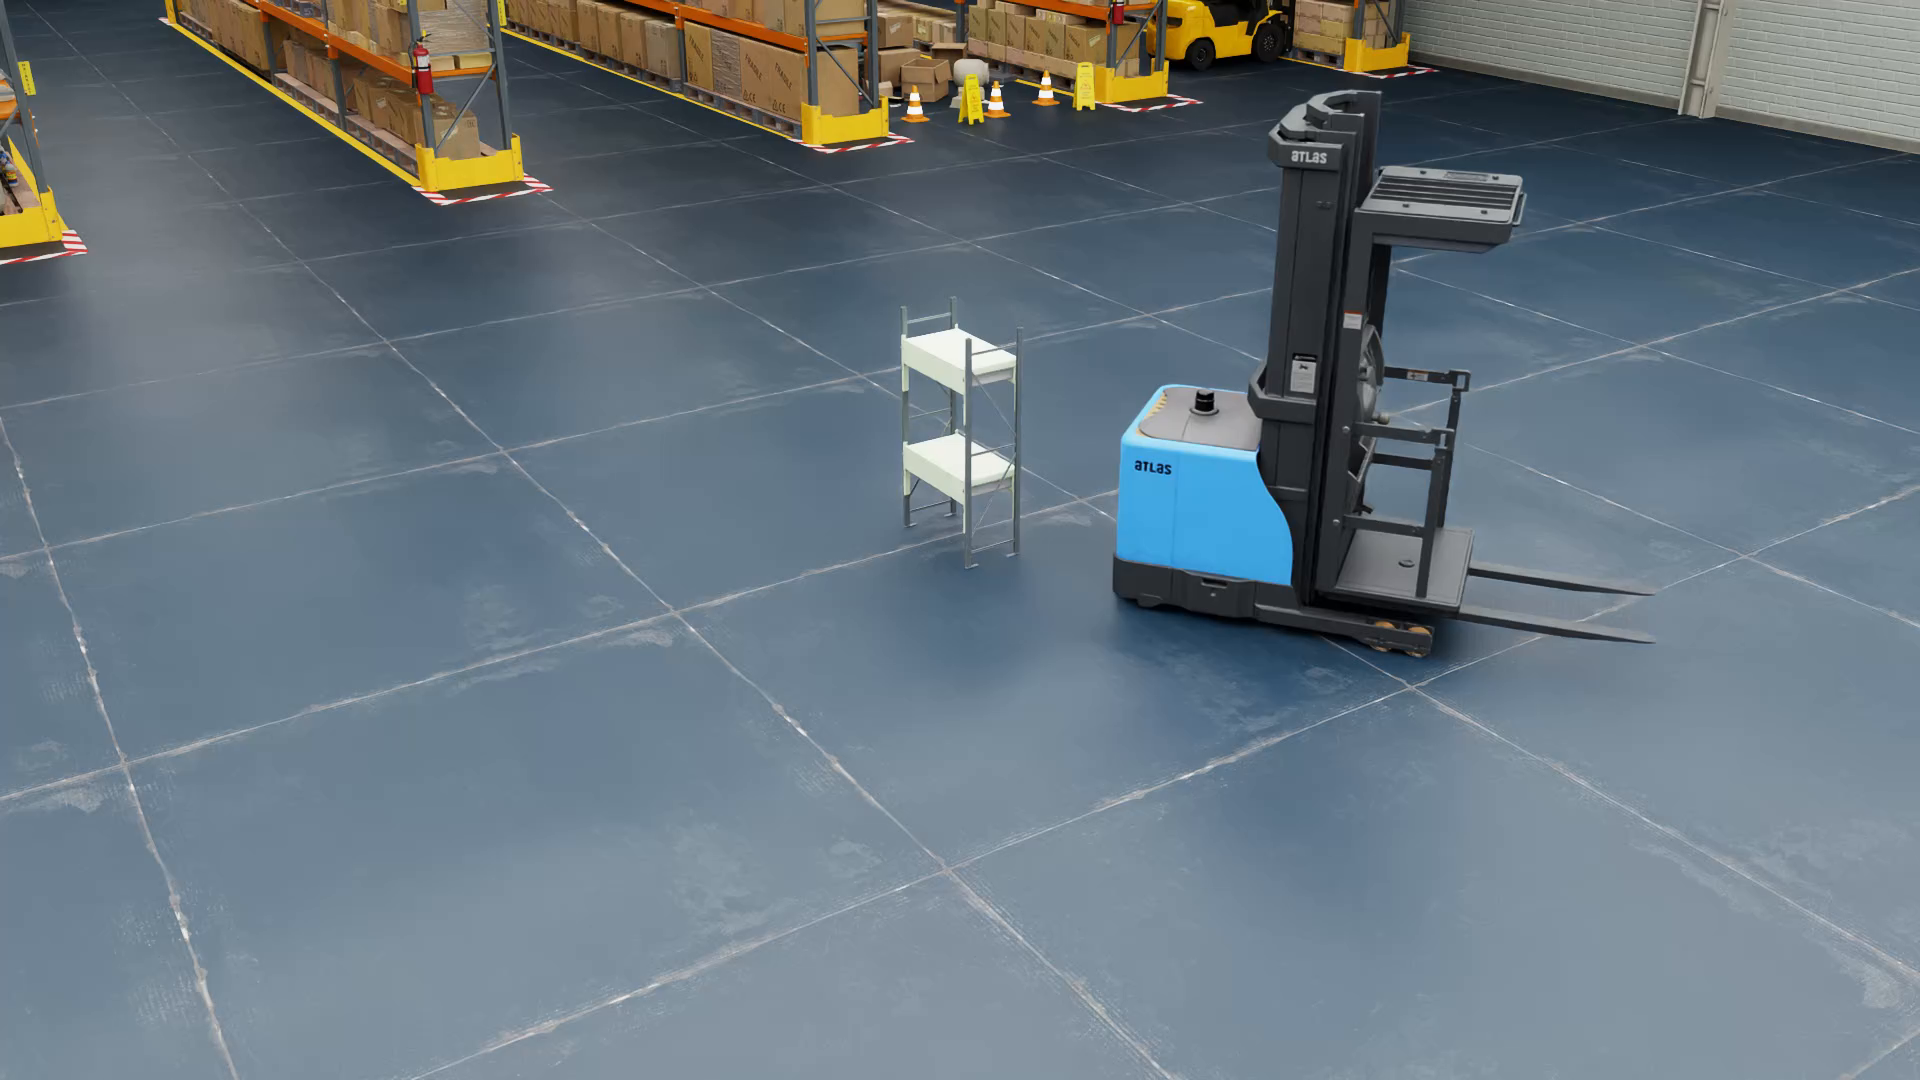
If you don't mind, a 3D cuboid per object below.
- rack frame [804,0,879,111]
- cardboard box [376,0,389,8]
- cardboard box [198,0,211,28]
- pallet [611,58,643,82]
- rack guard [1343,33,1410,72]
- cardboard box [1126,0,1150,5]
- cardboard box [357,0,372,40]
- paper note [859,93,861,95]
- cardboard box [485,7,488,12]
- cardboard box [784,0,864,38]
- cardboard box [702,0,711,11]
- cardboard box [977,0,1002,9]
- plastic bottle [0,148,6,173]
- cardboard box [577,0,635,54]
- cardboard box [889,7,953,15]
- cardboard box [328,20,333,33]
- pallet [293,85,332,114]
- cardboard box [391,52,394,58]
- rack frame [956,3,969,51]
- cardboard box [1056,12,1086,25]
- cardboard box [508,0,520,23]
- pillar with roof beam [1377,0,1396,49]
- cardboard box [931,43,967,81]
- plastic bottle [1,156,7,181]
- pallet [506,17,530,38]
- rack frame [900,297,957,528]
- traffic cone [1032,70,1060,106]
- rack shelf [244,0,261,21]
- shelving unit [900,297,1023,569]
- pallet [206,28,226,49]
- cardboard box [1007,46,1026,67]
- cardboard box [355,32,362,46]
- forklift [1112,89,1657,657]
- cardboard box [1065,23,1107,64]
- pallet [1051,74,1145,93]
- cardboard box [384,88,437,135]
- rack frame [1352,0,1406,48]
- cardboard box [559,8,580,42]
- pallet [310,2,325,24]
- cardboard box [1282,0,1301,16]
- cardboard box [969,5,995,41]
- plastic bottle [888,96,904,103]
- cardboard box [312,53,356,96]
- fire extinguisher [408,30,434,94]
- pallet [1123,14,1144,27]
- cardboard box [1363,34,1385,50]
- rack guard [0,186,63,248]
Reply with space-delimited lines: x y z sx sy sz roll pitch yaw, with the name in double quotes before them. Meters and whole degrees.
"rack frame" -1.522 -6.683 21.392 1.000 3.000 0.127 -16 29 -30
"cardboard box" -6.518 -6.511 19.392 0.500 0.500 0.500 -16 29 -30
"cardboard box" -13.069 -9.661 29.697 0.875 0.875 0.875 -16 29 -30
"pallet" -4.860 -7.548 26.491 1.003 0.211 1.213 -16 29 -30
"rack guard" 6.740 -7.891 26.881 1.175 0.500 0.348 -16 29 -30
"cardboard box" 2.558 -7.928 24.325 0.380 0.149 0.250 -15 29 -29
"cardboard box" -6.884 -6.467 20.470 0.875 0.500 0.500 -16 29 -30
"paper note" -1.431 -6.708 24.933 0.172 0.023 0.155 -6 26 -12
"cardboard box" -8.843 -10.128 31.538 0.380 0.149 0.250 -17 30 -31
"cardboard box" -1.763 -6.873 21.619 0.875 0.550 0.550 -16 29 -30
"cardboard box" -3.175 -7.860 23.711 0.875 0.550 0.550 -16 29 -30
"cardboard box" 0.500 -8.549 26.437 0.380 0.149 0.250 -15 29 -29
"plastic bottle" -11.107 -4.400 19.232 0.152 0.276 0.135 -15 29 -29
"cardboard box" -5.633 -8.478 27.338 1.050 0.750 0.750 -16 30 -30
"cardboard box" -0.679 -8.996 28.879 0.950 0.372 0.625 -14 29 -28
"cardboard box" -8.052 -6.733 21.793 0.380 0.149 0.250 -16 29 -30
"pallet" -9.013 -6.447 24.160 1.003 0.211 1.213 -16 29 -30
"cardboard box" -6.603 -5.862 19.948 0.380 0.149 0.250 -16 29 -30
"rack frame" 0.386 -9.303 26.943 1.000 3.000 0.127 -16 29 -30
"cardboard box" 1.657 -7.793 24.834 0.380 0.149 0.250 -15 29 -28
"cardboard box" -7.892 -9.708 30.237 0.500 0.500 0.500 -14 29 -28
"pillar with roof beam" 3.495 -11.199 23.932 9.100 9.000 0.400 -16 29 -30
"cardboard box" -0.169 -7.473 25.992 0.500 0.500 0.500 3 25 6
"plastic bottle" -10.799 -4.217 18.851 0.097 0.271 0.097 0 25 0
"pallet" -7.647 -9.436 30.490 1.003 0.211 1.213 -16 29 -30
"rack frame" -0.196 -0.807 10.702 0.400 1.500 0.023 -16 29 -30
"traffic cone" 1.254 -6.578 24.143 0.336 0.463 0.334 -16 29 -30
"rack shelf" -11.192 -8.814 26.750 1.077 0.370 4.000 -16 29 -30
"shelving unit" 0.004 -0.676 10.425 0.431 1.500 0.755 -16 29 -30
"pallet" -12.634 -8.884 29.322 1.003 0.211 1.213 -16 29 -30
"cardboard box" 1.075 -7.598 26.060 0.500 0.250 0.500 -16 30 -30
"cardboard box" -7.349 -6.292 20.858 0.380 0.149 0.250 -16 29 -30
"forklift" 2.483 -0.923 9.273 3.031 2.935 1.130 9 27 18
"cardboard box" 1.914 -7.384 24.728 0.500 0.500 0.500 -15 29 -29
"pallet" 2.114 -6.937 25.198 1.003 0.211 1.213 -16 29 -30
"cardboard box" -7.008 -5.494 21.310 0.500 0.500 0.500 -19 31 -34
"rack frame" 6.727 -9.030 26.365 1.000 3.000 0.127 -16 29 -30
"cardboard box" -6.468 -8.778 28.267 0.500 0.500 0.500 -16 29 -30
"pallet" -8.212 -7.214 22.743 1.003 0.211 1.213 -16 29 -30
"cardboard box" 5.646 -8.880 27.606 0.500 0.250 0.500 -15 29 -29
"cardboard box" 0.482 -8.315 26.700 0.500 0.500 0.500 -14 29 -27
"plastic bottle" -0.964 -6.444 24.328 0.283 0.061 0.133 18 31 33
"cardboard box" -8.784 -6.662 23.761 0.700 0.500 0.500 -18 31 -34
"fire extinguisher" -6.057 -5.380 18.722 0.296 0.674 0.183 -16 29 -30
"pallet" 3.438 -9.891 31.456 1.003 0.211 1.213 -16 29 -30
"cardboard box" 6.622 -8.198 27.331 0.500 0.250 0.500 -15 29 -29
"rack guard" -9.964 -3.294 17.143 1.175 0.500 0.348 -16 29 -30
